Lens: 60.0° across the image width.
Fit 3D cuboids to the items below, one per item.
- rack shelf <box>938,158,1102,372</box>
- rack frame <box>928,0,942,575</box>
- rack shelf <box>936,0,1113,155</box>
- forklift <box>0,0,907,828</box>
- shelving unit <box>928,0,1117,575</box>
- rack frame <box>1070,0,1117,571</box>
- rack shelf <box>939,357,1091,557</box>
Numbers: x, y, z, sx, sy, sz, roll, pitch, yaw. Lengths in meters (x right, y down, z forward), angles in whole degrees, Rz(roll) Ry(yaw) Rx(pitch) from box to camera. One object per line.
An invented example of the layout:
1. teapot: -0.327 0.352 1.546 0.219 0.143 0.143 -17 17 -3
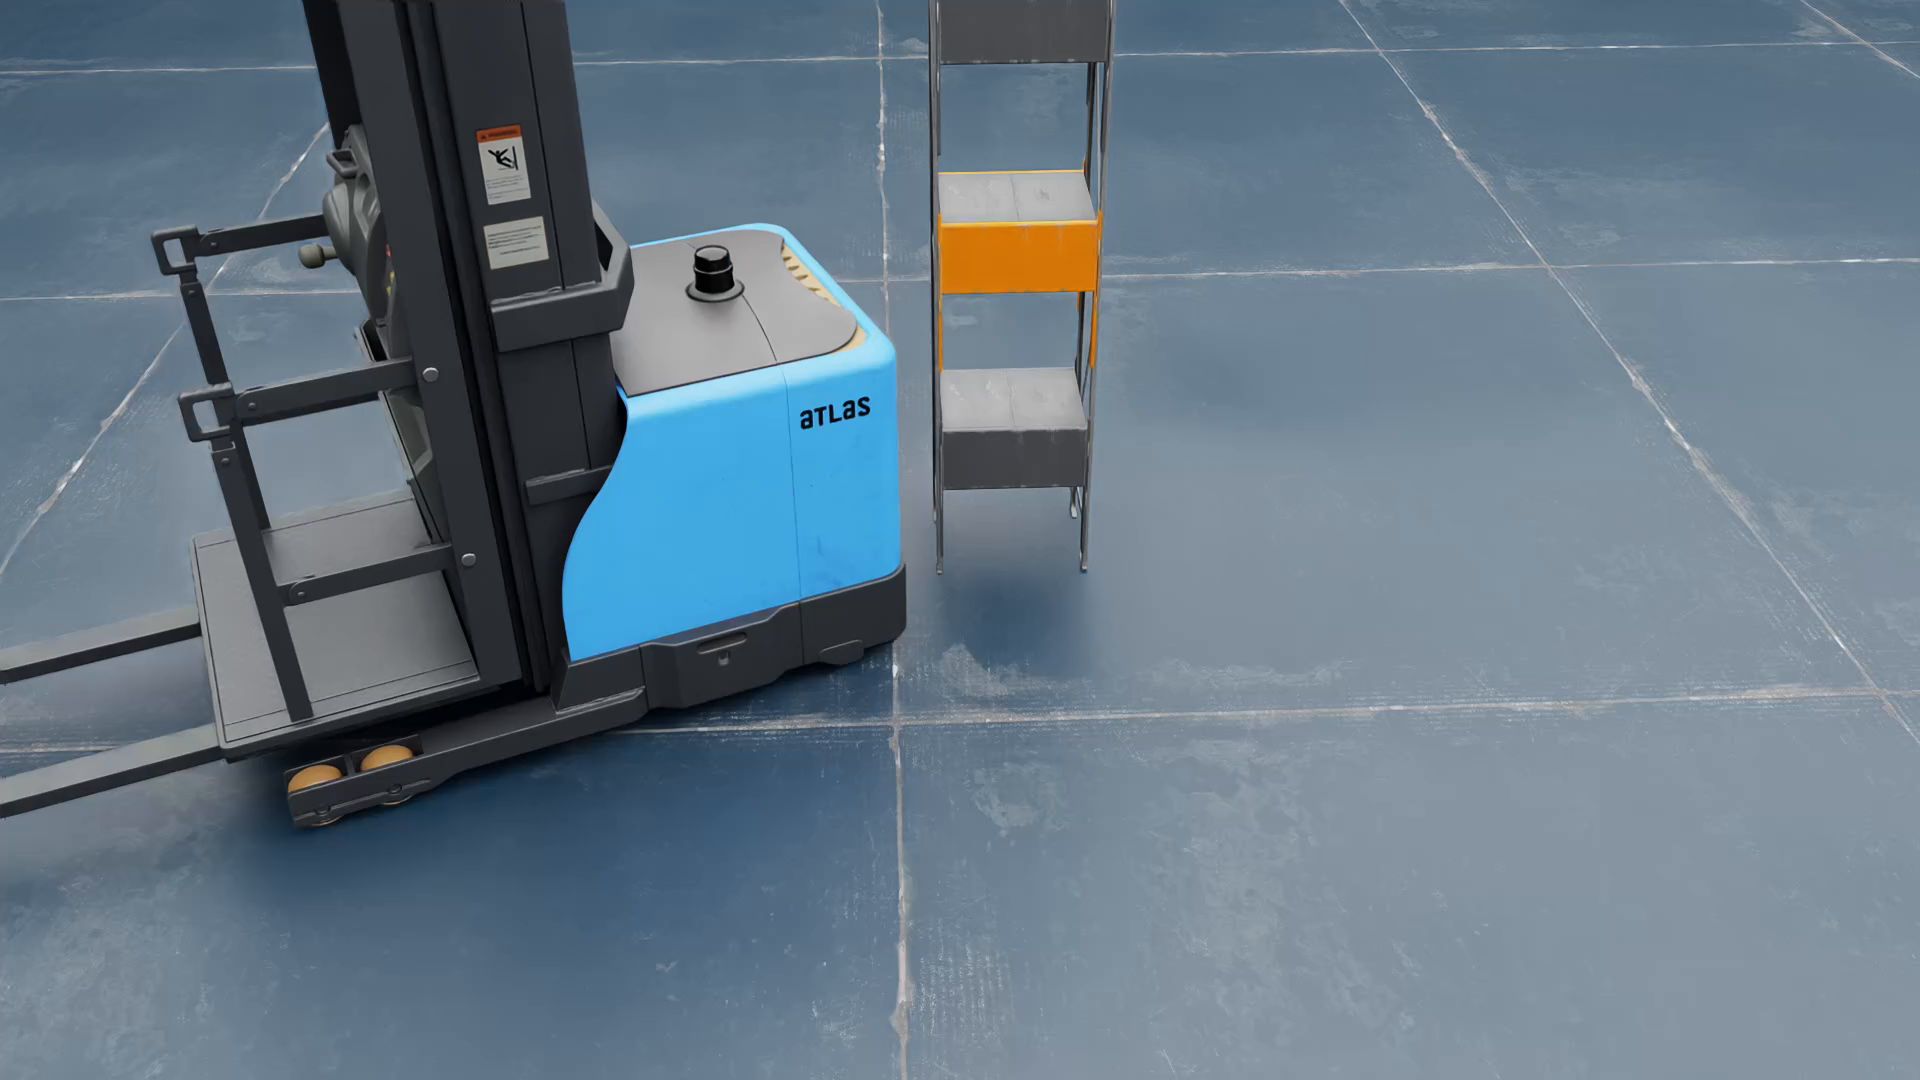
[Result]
1. rack shelf: 0.165 -0.857 5.167 0.480 0.518 0.431 -2 35 -2
2. rack frame: -0.078 -0.861 5.149 0.015 2.100 0.400 -2 35 -2
3. rack shelf: 0.165 -1.432 4.768 0.480 0.518 0.431 -2 35 -2
4. forklift: -1.727 -0.758 4.270 3.031 2.935 1.130 -15 37 -20
5. shelving unit: 0.165 -0.868 5.159 0.503 2.100 0.431 -2 35 -2
6. rack frame: 0.409 -0.874 5.168 0.015 2.100 0.400 -2 35 -2
7. rack shelf: 0.165 -0.281 5.565 0.480 0.518 0.431 -2 35 -2
